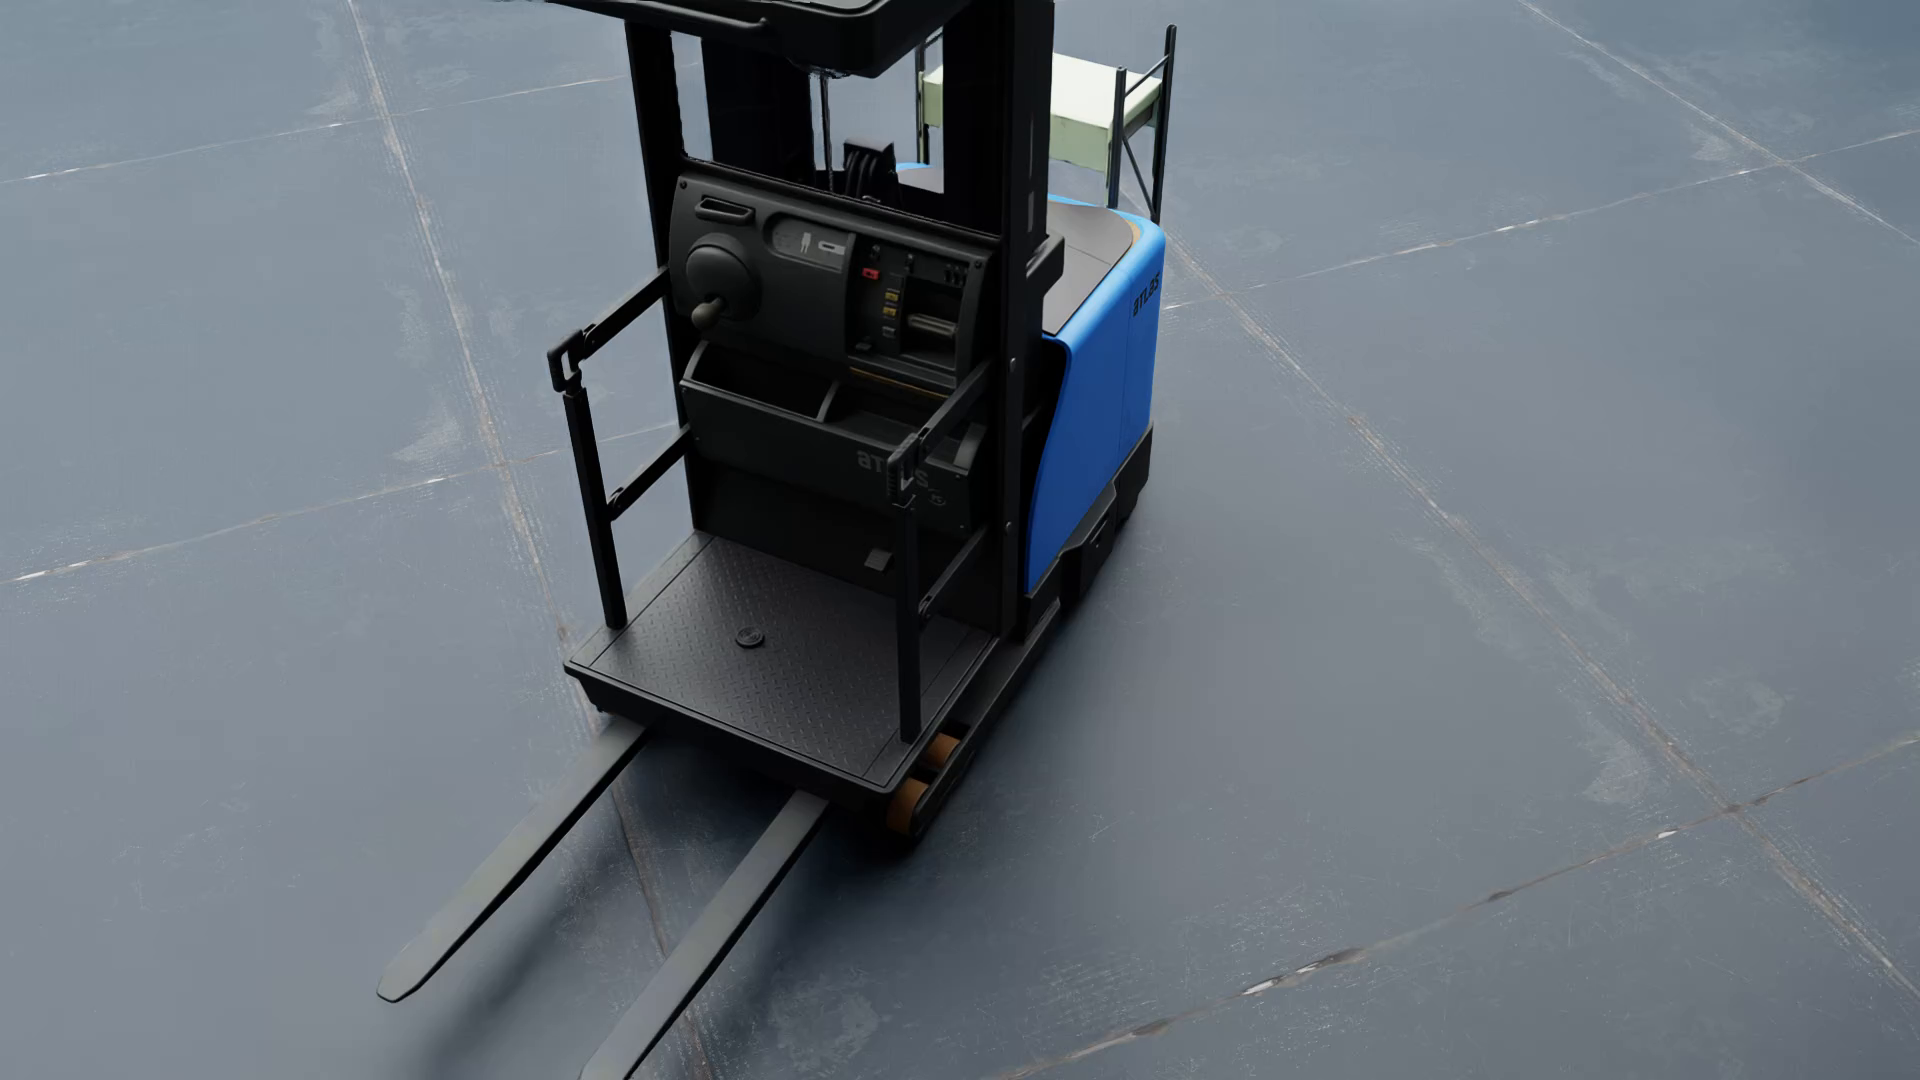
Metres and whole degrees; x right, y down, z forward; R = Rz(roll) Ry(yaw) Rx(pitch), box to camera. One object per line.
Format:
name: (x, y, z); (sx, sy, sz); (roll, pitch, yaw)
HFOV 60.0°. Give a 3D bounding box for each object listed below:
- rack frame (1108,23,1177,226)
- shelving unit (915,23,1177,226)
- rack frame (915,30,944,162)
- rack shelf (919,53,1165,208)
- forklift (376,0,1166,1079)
rack frame: (0.593, -0.995, 5.757); (0.023, 1.500, 0.400); (21, 45, 23)
shelving unit: (0.279, -1.116, 5.898); (0.755, 1.500, 0.431); (21, 45, 23)
rack frame: (-0.036, -1.238, 6.040); (0.023, 1.500, 0.400); (21, 45, 23)
rack shelf: (0.279, -1.412, 5.644); (0.720, 0.370, 0.431); (21, 45, 23)
forklift: (-0.454, -0.600, 4.200); (1.130, 2.935, 3.031); (19, 44, 20)
